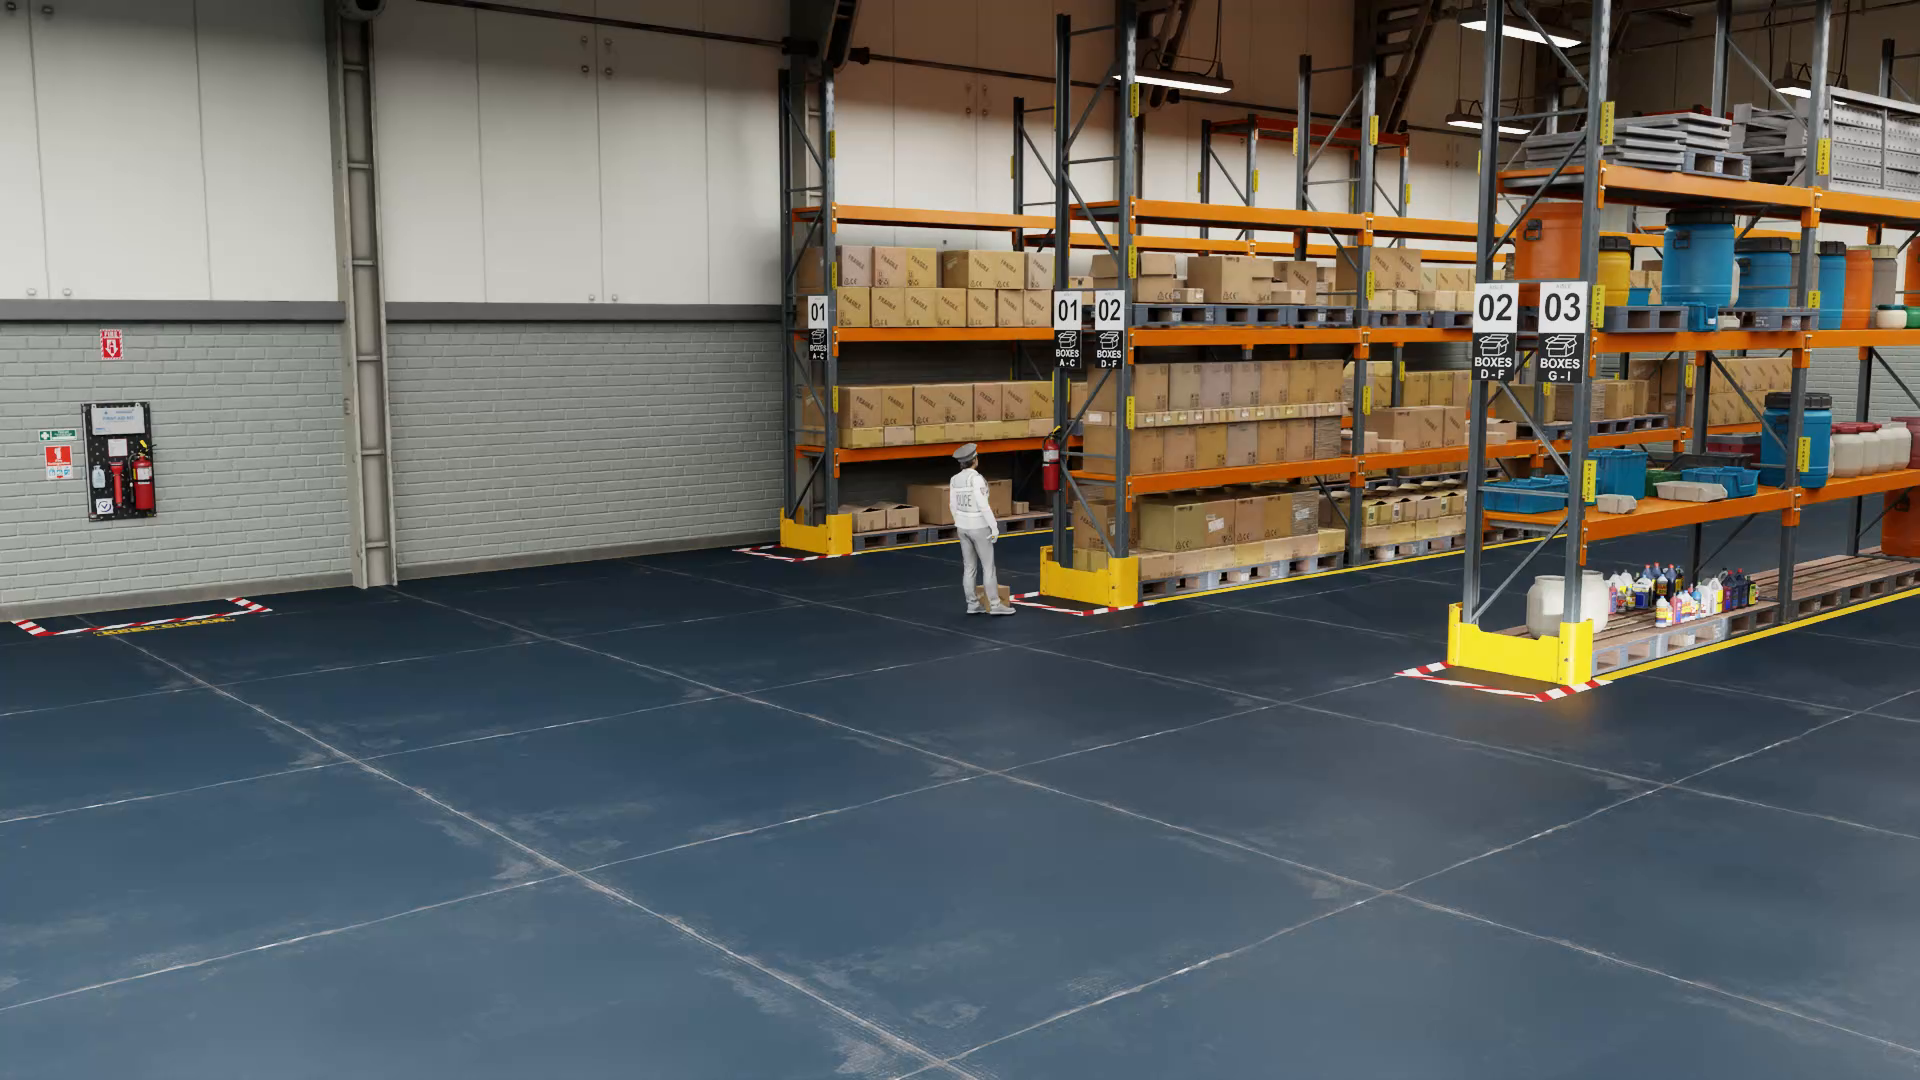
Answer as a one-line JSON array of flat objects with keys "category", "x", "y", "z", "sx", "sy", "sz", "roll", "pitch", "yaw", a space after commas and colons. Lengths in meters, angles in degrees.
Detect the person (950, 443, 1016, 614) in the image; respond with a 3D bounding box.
[{"category": "person", "x": 0.187, "y": -0.114, "z": 16.453, "sx": 0.533, "sy": 1.697, "sz": 0.588, "roll": -7, "pitch": 10, "yaw": -41}]
